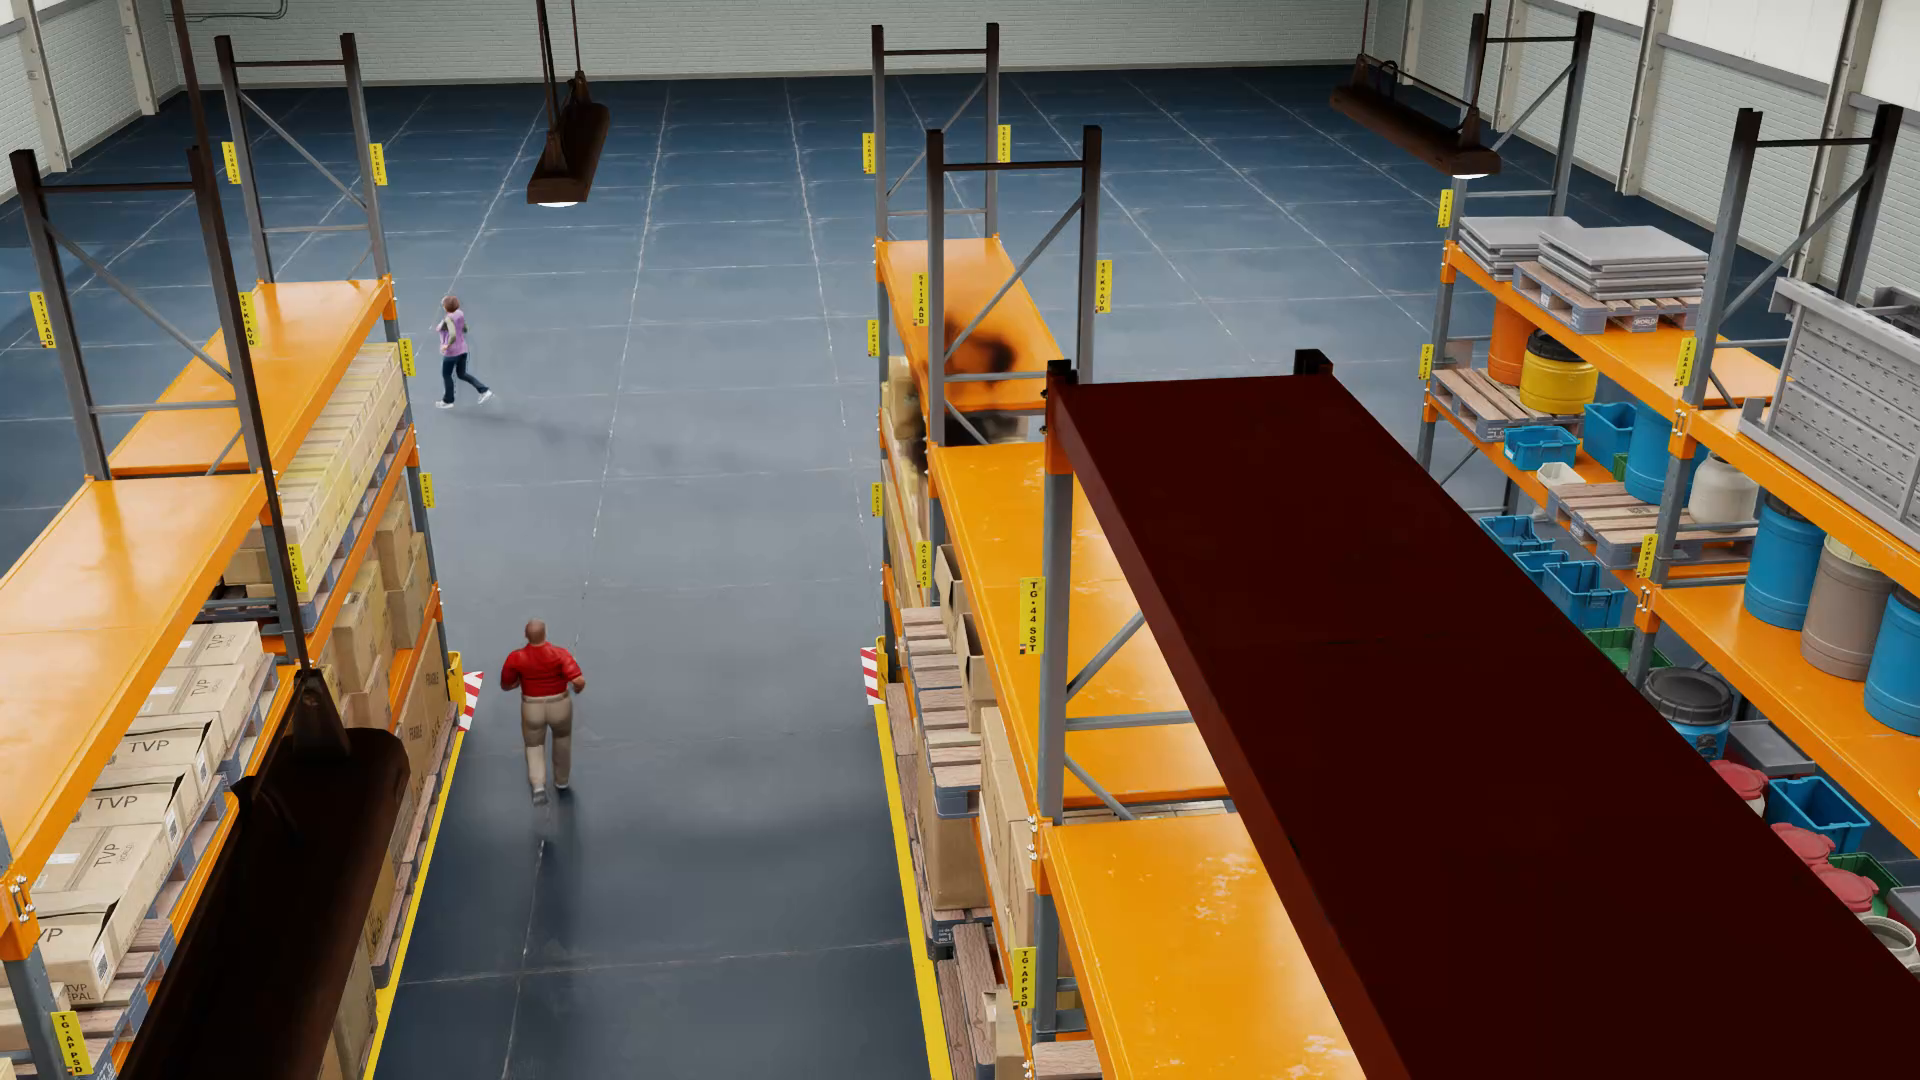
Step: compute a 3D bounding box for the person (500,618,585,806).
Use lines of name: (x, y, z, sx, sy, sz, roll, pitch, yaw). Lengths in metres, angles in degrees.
person: (-3.386, 1.395, 13.623, 0.675, 1.681, 0.830, -5, 26, -10)

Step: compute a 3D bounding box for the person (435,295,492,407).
person: (-6.590, -2.445, 21.742, 0.867, 1.574, 0.541, 10, 27, 19)

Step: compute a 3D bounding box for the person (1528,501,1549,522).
person: (6.679, -0.942, 18.620, 0.603, 1.644, 0.603, 9, 27, 17)
